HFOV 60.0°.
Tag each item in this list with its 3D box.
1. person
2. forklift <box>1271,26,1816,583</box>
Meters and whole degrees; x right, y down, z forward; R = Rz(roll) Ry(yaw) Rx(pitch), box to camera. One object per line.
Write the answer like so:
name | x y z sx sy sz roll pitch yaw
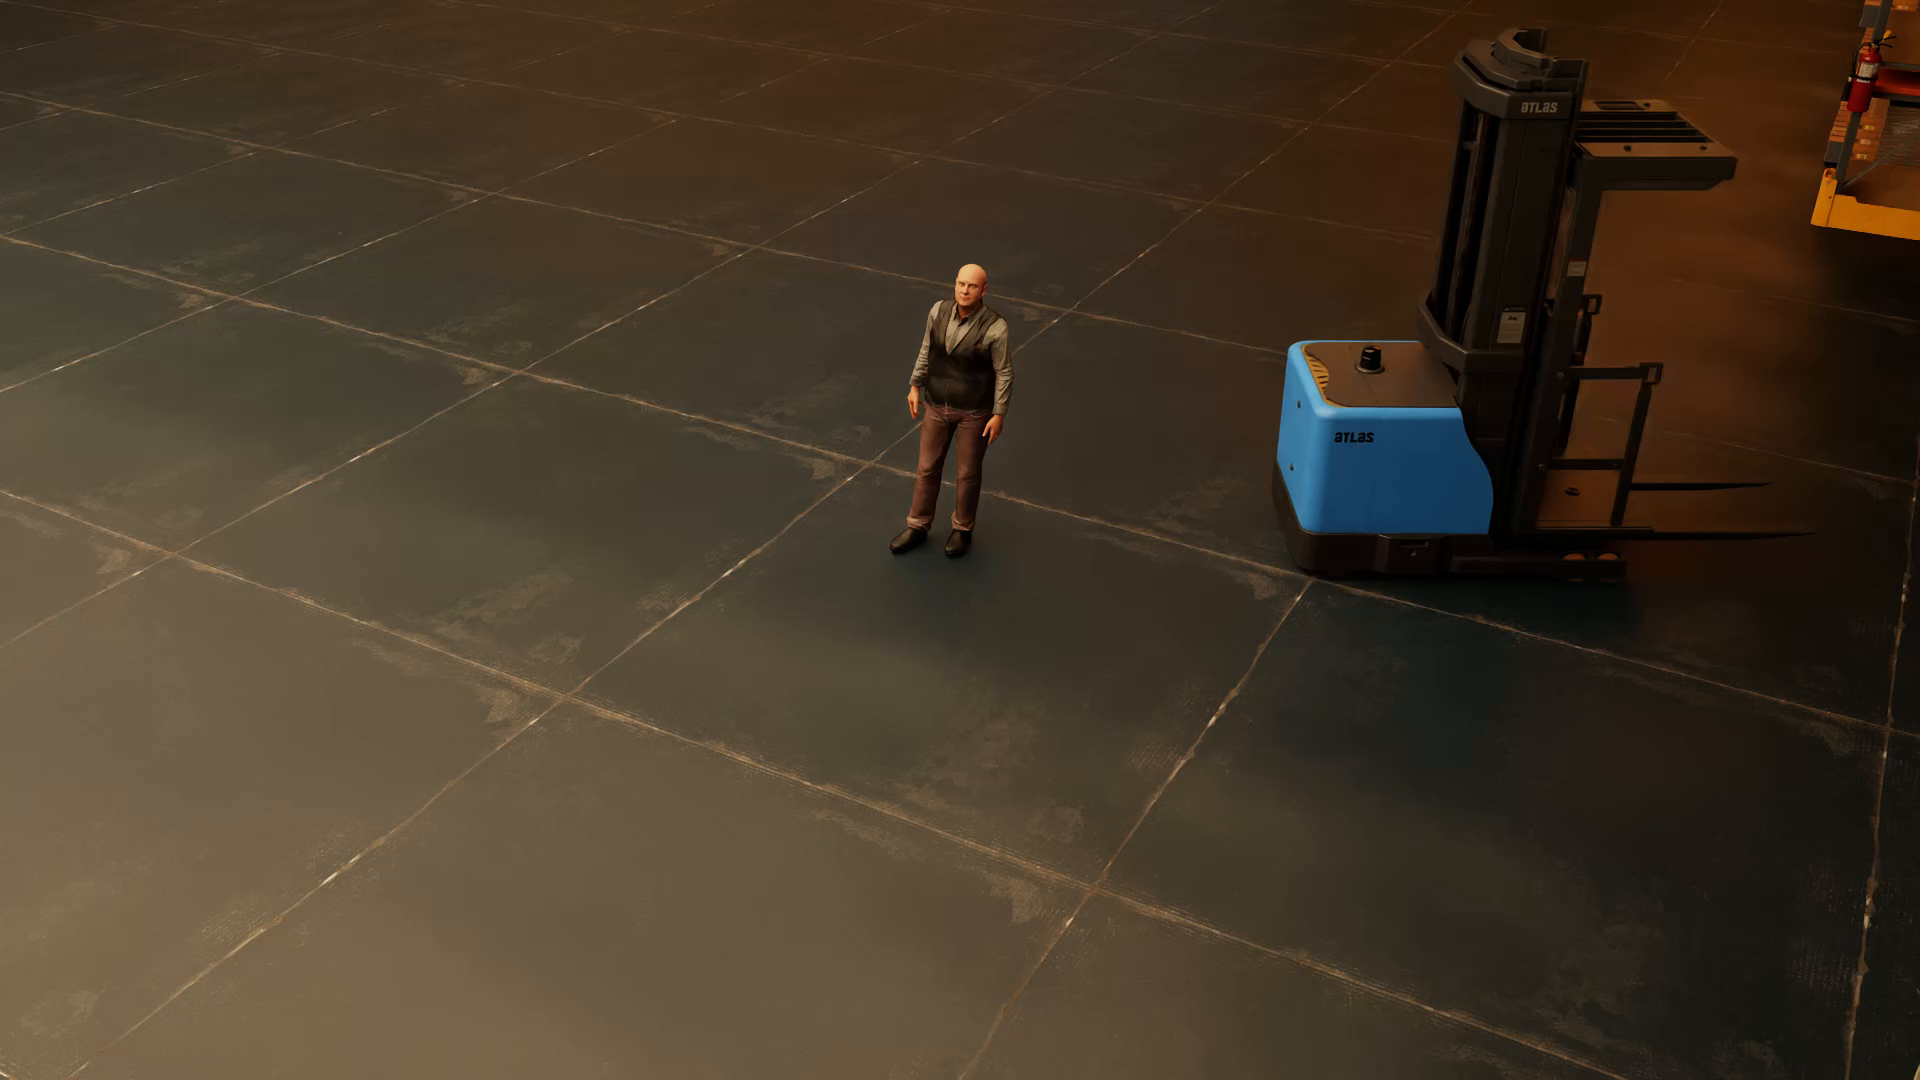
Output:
person | -0.037 -0.727 9.525 0.632 1.720 0.568 15 33 25
forklift | 3.454 -1.291 9.307 3.031 2.935 1.130 0 30 0
